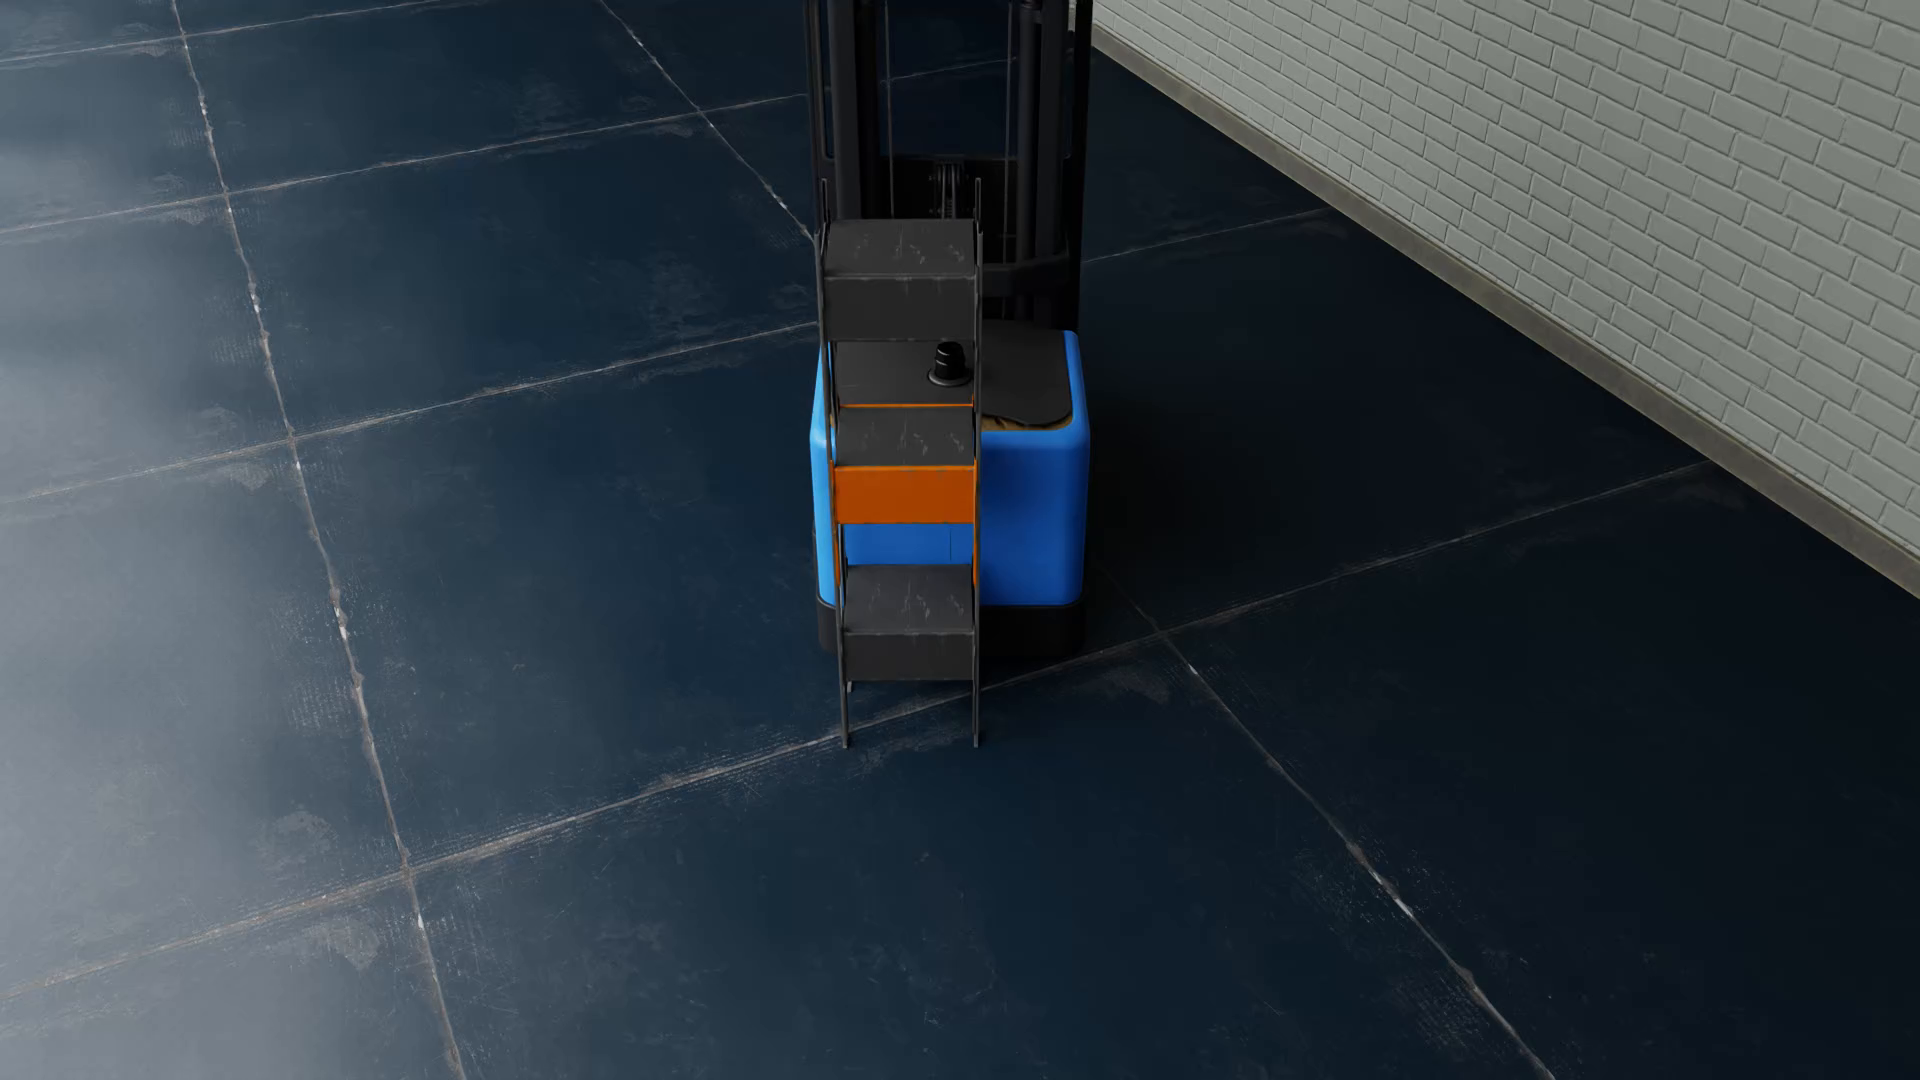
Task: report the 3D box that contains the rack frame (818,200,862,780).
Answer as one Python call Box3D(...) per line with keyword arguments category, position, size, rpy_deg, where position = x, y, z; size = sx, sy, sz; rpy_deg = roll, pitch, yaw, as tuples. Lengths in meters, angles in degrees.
Box3D(category="rack frame", position=(-0.392, -0.087, 5.605), size=(0.015, 2.100, 0.400), rpy_deg=(2, 37, 3))

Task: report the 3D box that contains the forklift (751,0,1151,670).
Box3D(category="forklift", position=(-0.252, -1.494, 6.804), size=(1.130, 2.935, 3.031), rpy_deg=(-12, 38, -16))

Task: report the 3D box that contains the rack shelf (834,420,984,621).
Box3D(category="rack shelf", position=(-0.149, -0.066, 5.600), size=(0.480, 0.518, 0.431), rpy_deg=(2, 37, 3))

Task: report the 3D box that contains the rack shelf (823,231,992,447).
Box3D(category="rack shelf", position=(-0.149, -0.629, 5.183), size=(0.480, 0.518, 0.431), rpy_deg=(2, 37, 3))

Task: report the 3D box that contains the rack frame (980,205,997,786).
Box3D(category="rack frame", position=(0.095, -0.068, 5.579), size=(0.015, 2.100, 0.400), rpy_deg=(2, 37, 3))

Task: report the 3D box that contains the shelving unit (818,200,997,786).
Box3D(category="shelving unit", position=(-0.149, -0.077, 5.592), size=(0.503, 2.100, 0.431), rpy_deg=(2, 37, 3))

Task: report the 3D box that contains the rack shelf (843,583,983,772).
Box3D(category="rack shelf", position=(-0.149, 0.496, 6.017), size=(0.480, 0.518, 0.431), rpy_deg=(2, 37, 3))
